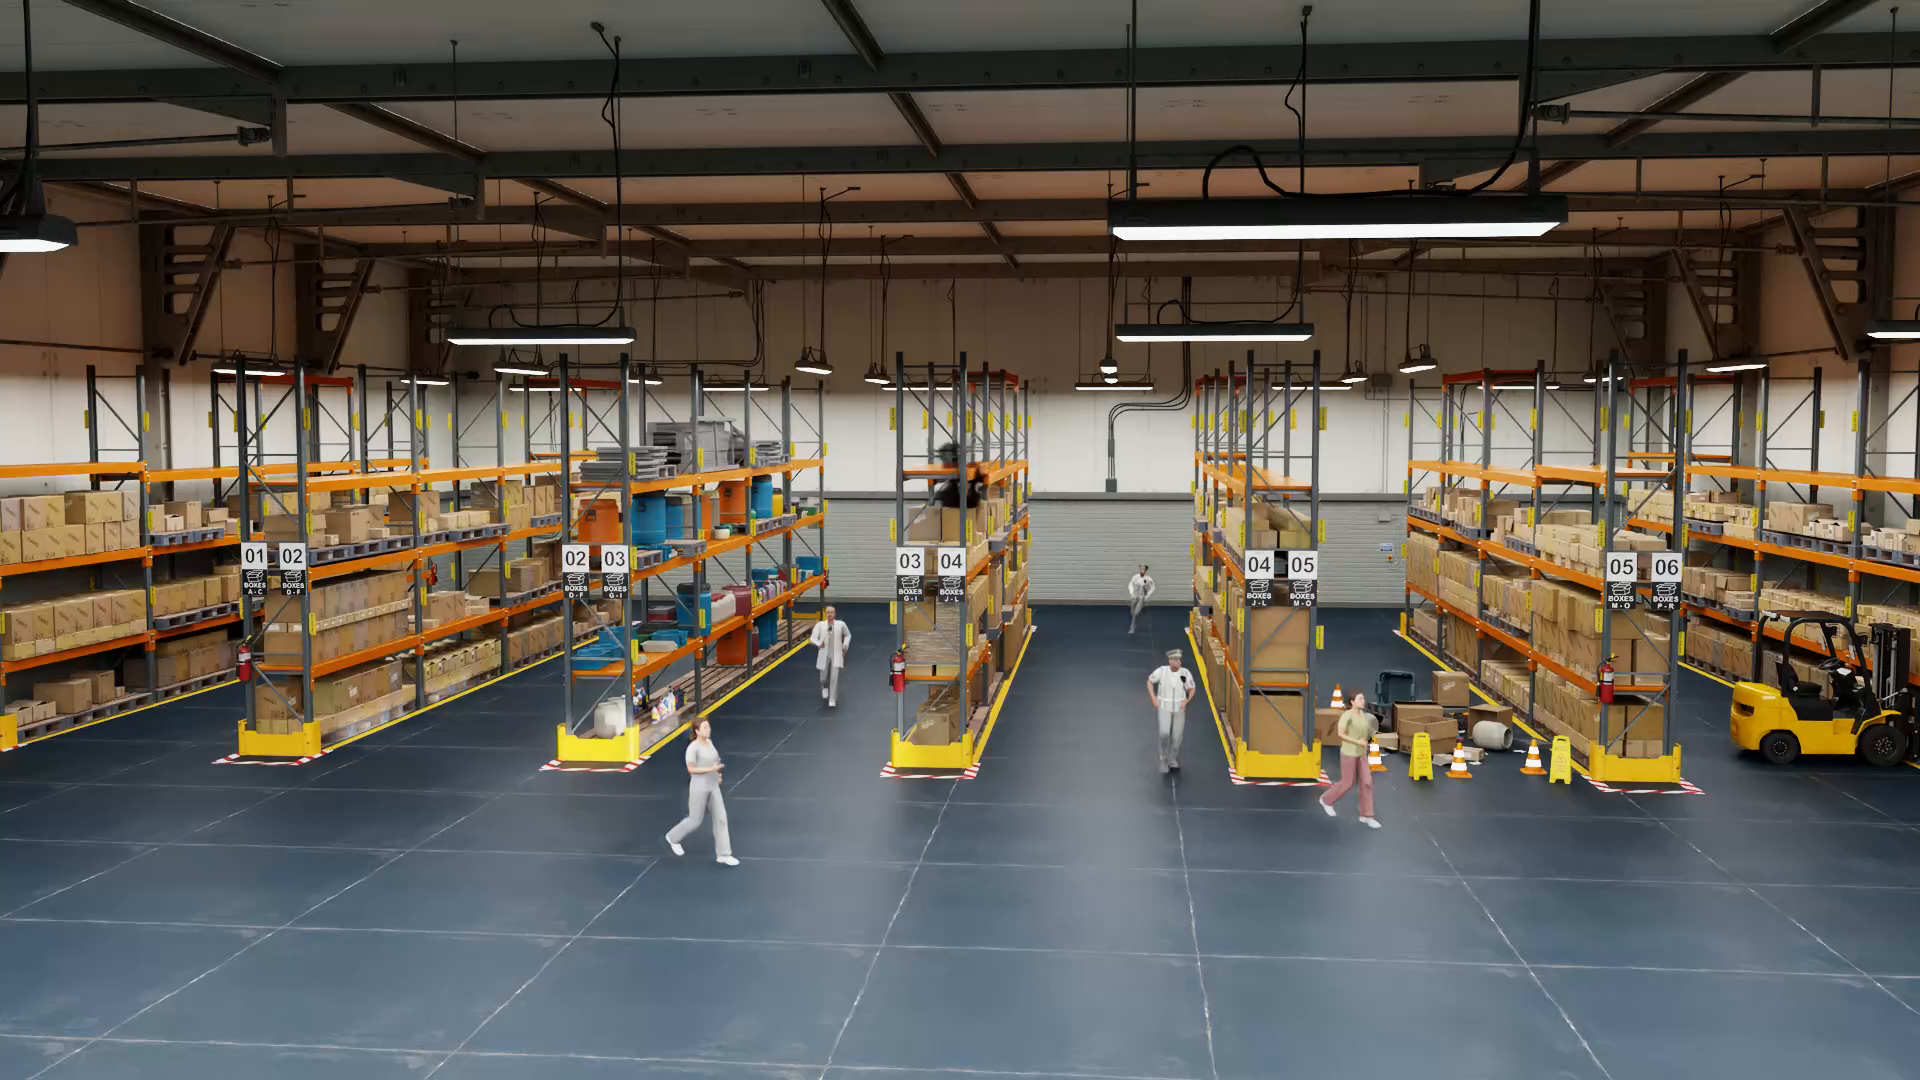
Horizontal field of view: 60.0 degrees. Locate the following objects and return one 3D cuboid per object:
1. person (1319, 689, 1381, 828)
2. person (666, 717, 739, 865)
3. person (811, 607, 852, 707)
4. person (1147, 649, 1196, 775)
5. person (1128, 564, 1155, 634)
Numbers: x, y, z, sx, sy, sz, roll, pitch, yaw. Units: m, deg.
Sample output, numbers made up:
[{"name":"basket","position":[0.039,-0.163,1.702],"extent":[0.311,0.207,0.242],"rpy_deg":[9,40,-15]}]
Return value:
[{"name":"person","position":[4.885,2.694,20.736],"extent":[0.598,1.688,0.848],"rpy_deg":[-4,5,-42]},{"name":"person","position":[-2.901,2.817,18.788],"extent":[0.963,1.643,0.569],"rpy_deg":[2,5,31]},{"name":"person","position":[-2.275,2.044,29.369],"extent":[0.721,1.740,0.876],"rpy_deg":[0,4,-4]},{"name":"person","position":[3.041,2.448,23.811],"extent":[0.673,1.804,0.678],"rpy_deg":[0,4,-1]},{"name":"person","position":[4.312,1.382,39.506],"extent":[0.651,1.654,0.699],"rpy_deg":[2,4,25]}]
